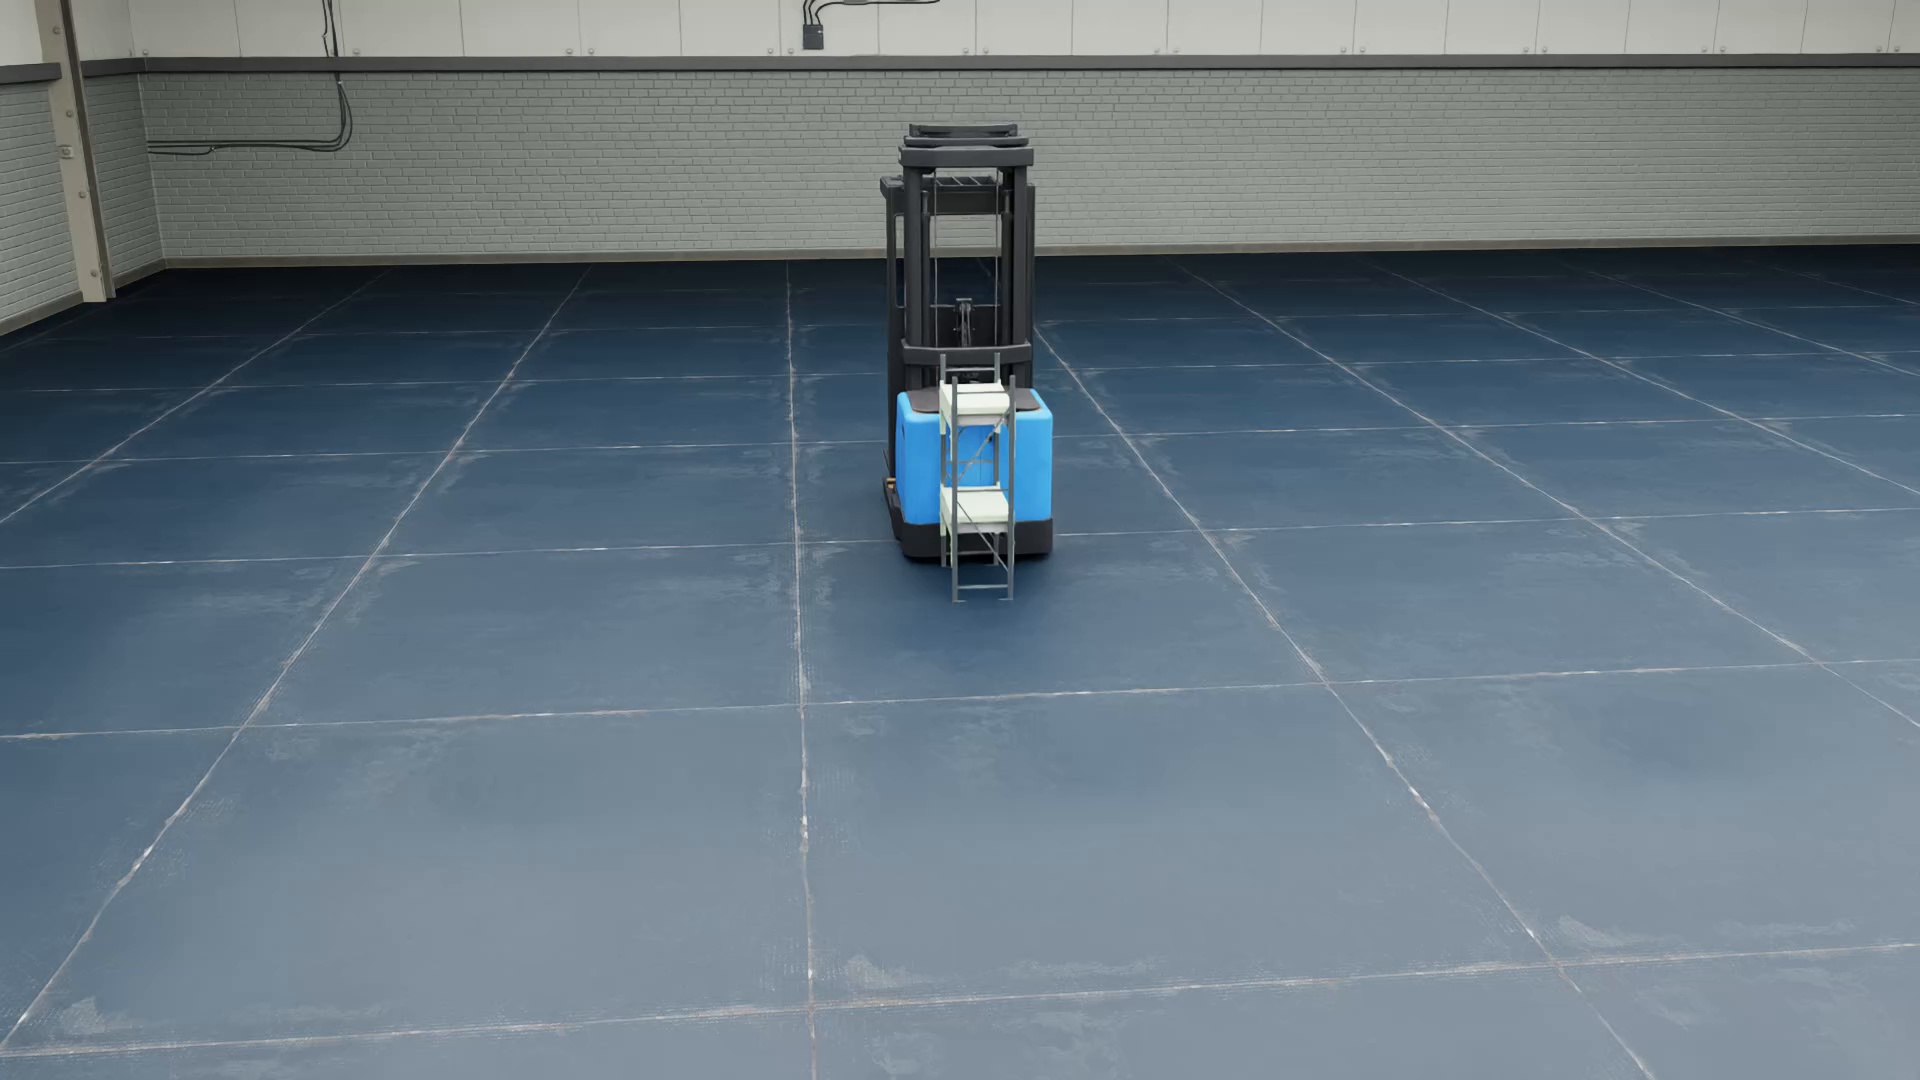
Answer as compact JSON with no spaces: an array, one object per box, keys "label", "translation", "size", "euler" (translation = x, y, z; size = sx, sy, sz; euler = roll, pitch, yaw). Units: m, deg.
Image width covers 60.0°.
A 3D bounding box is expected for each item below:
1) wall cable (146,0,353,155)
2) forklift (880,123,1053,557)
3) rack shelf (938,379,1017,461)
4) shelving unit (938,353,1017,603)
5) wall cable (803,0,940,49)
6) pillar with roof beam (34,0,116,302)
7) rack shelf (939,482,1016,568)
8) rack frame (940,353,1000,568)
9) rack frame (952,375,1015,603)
[{"label":"wall cable","translation":[-10.684,-6.996,24.623],"size":[3.097,2.526,0.112],"euler":[-2,18,-6]},{"label":"forklift","translation":[-0.022,-1.673,12.612],"size":[1.130,2.935,3.031],"euler":[-2,18,-6]},{"label":"rack shelf","translation":[0.108,-0.793,10.897],"size":[0.431,0.370,0.720],"euler":[-2,18,-6]},{"label":"shelving unit","translation":[0.108,-0.421,11.013],"size":[0.431,1.500,0.755],"euler":[-2,18,-6]},{"label":"wall cable","translation":[-1.239,-10.389,24.567],"size":[2.305,6.003,0.169],"euler":[-2,18,-6]},{"label":"pillar with roof beam","translation":[-7.413,-7.692,21.655],"size":[9.100,9.000,0.400],"euler":[-2,18,-6]},{"label":"rack shelf","translation":[0.108,-0.110,11.111],"size":[0.431,0.370,0.720],"euler":[-2,18,-6]},{"label":"rack frame","translation":[0.068,-0.530,11.361],"size":[0.400,1.500,0.023],"euler":[-2,18,-6]},{"label":"rack frame","translation":[0.148,-0.312,10.666],"size":[0.400,1.500,0.023],"euler":[-2,18,-6]}]
